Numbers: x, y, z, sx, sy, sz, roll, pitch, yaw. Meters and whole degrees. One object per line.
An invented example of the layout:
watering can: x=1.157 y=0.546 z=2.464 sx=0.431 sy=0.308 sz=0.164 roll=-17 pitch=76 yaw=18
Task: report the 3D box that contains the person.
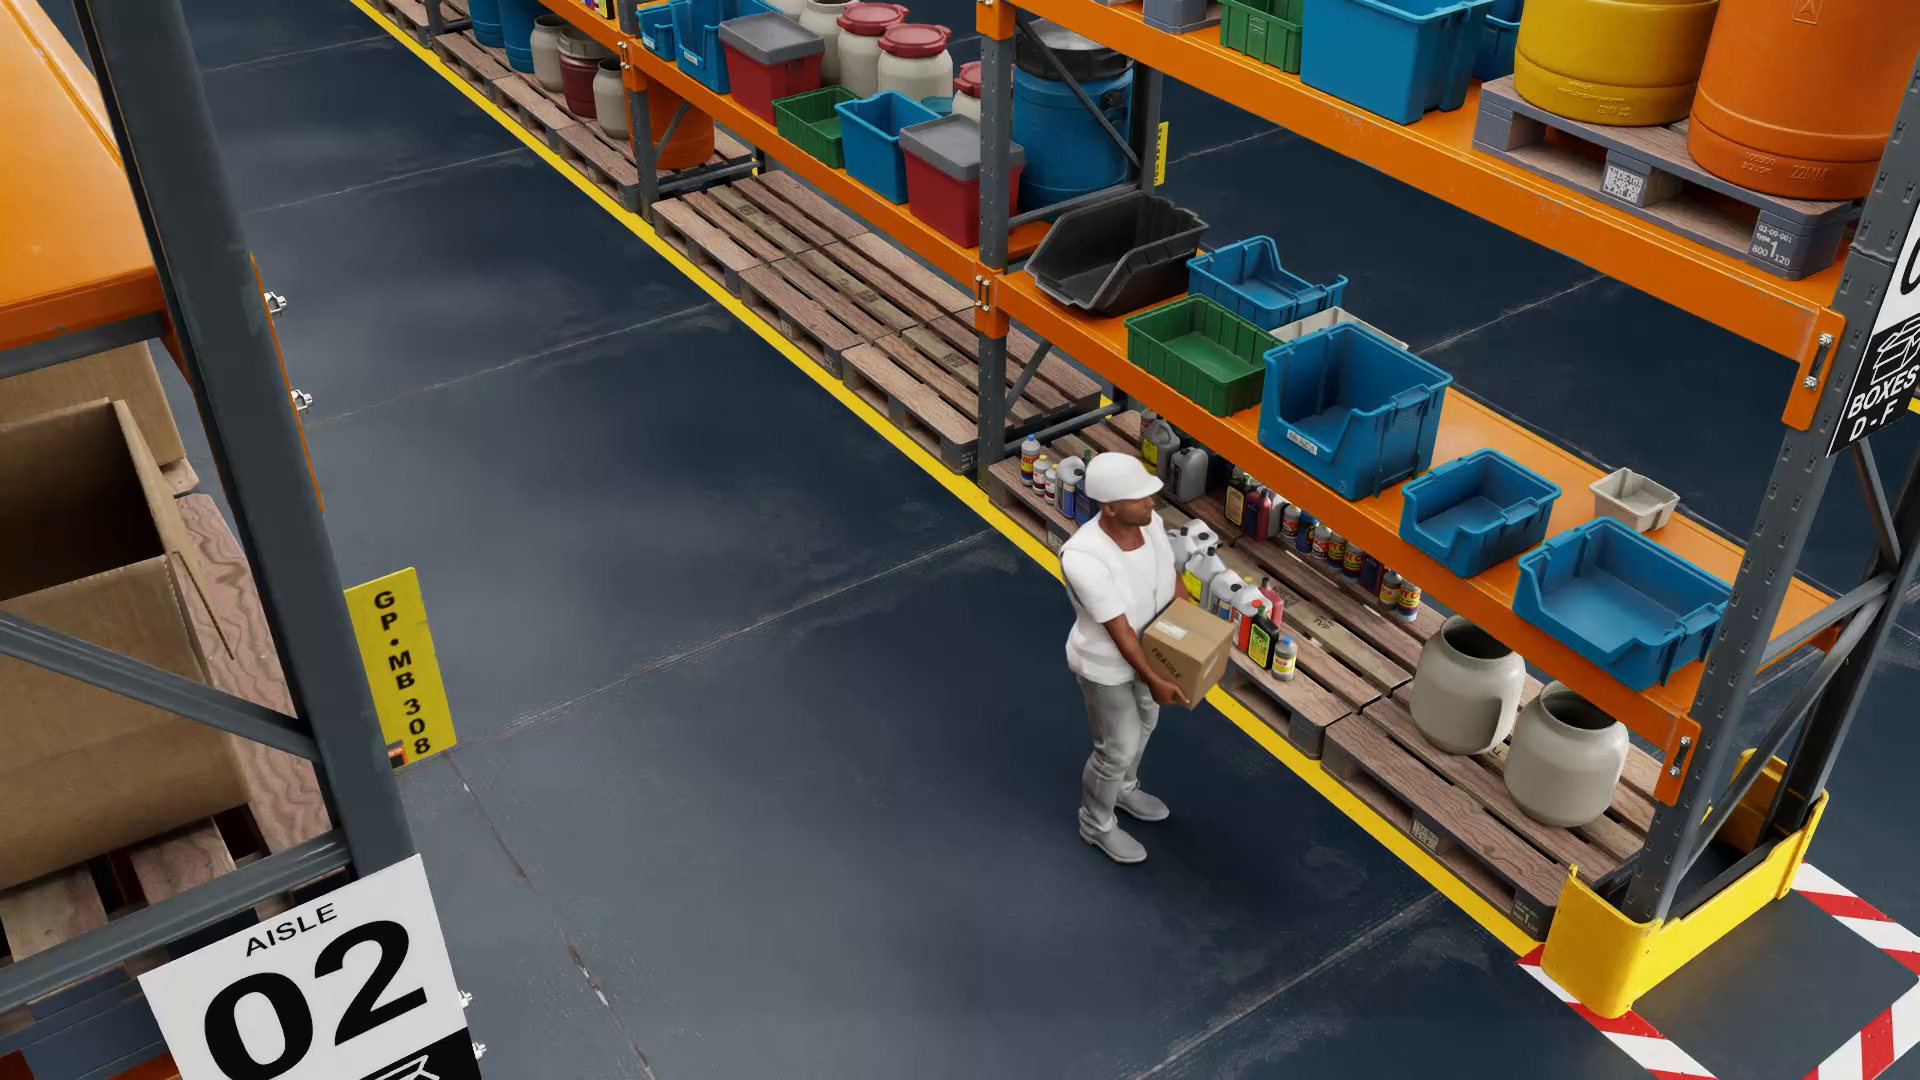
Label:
person: x=0.690 y=0.472 z=6.342 sx=0.577 sy=1.761 sz=0.502 roll=23 pitch=42 yaw=28
